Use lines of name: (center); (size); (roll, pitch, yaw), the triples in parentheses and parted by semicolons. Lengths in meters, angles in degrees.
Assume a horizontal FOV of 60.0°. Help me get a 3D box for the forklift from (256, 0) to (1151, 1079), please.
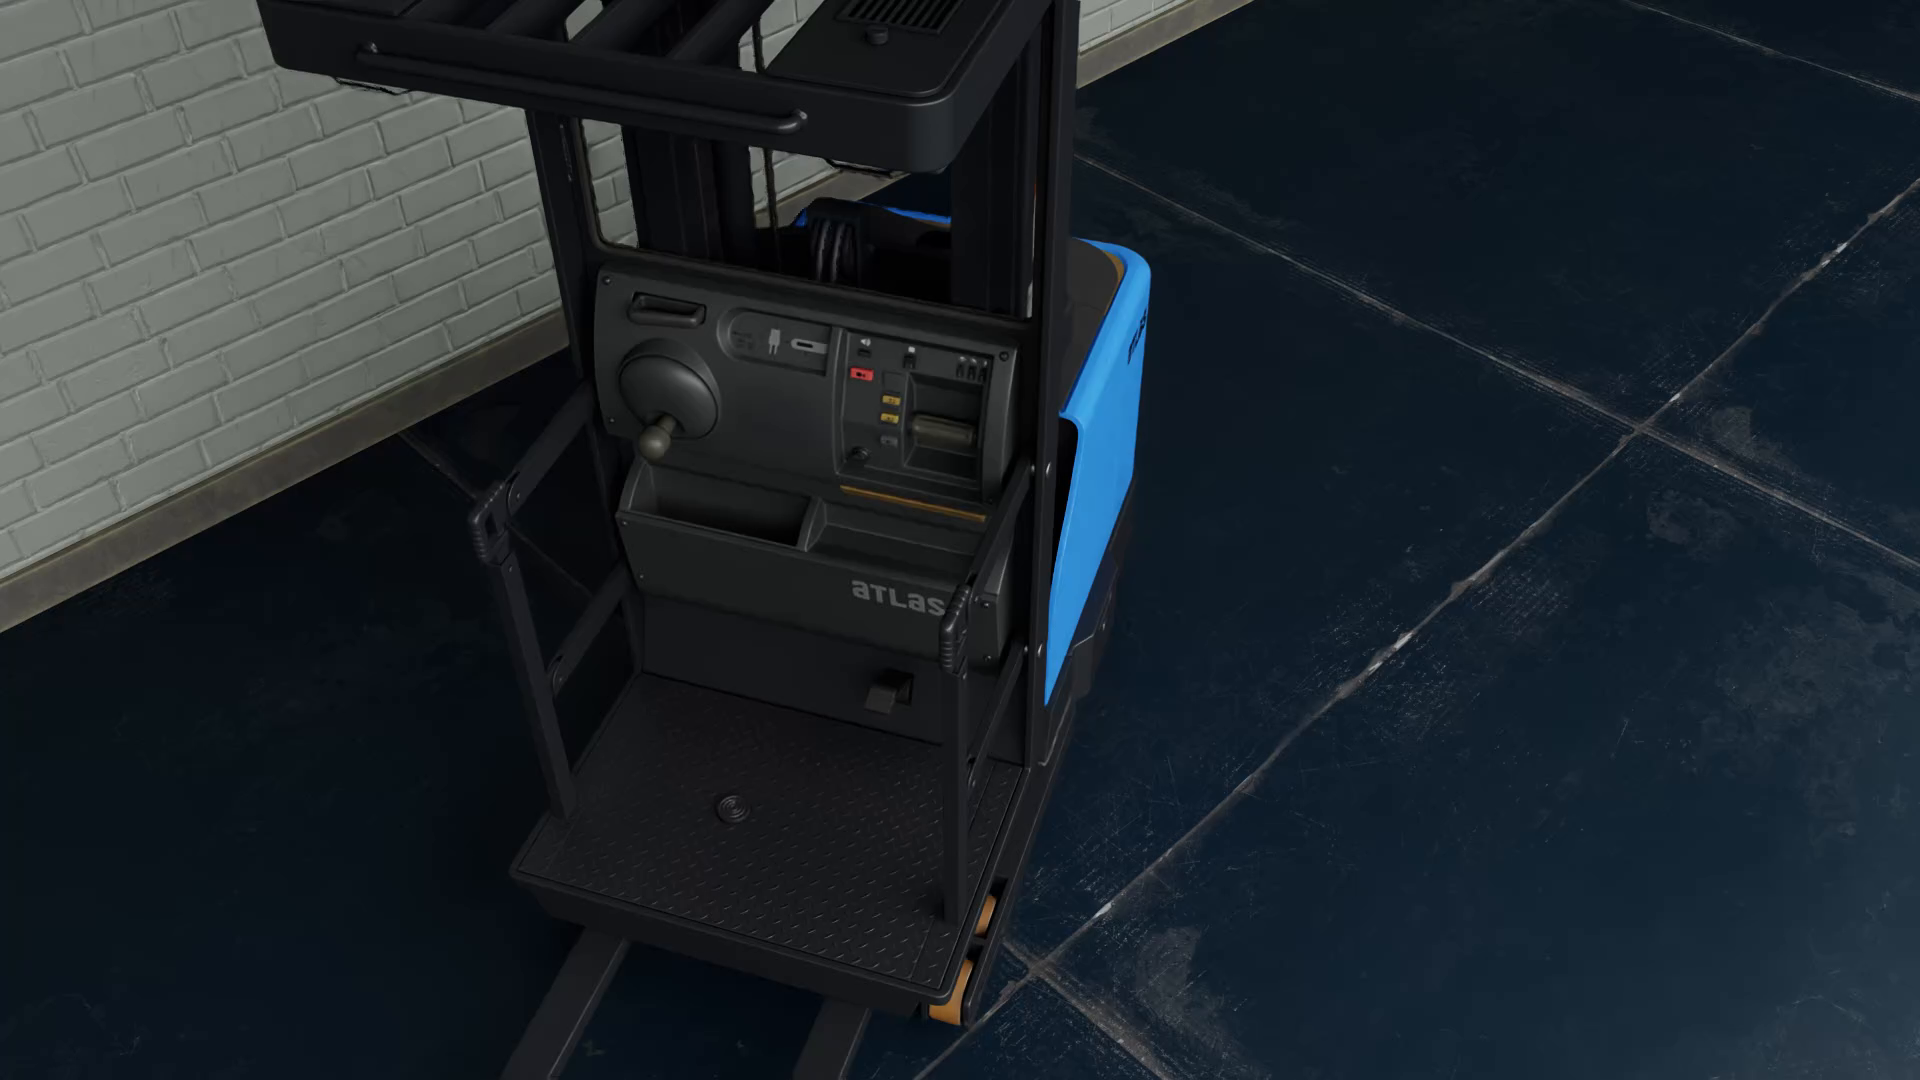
forklift: (-0.401, -0.229, 3.338); (1.130, 2.935, 3.031); (12, 44, 13)
